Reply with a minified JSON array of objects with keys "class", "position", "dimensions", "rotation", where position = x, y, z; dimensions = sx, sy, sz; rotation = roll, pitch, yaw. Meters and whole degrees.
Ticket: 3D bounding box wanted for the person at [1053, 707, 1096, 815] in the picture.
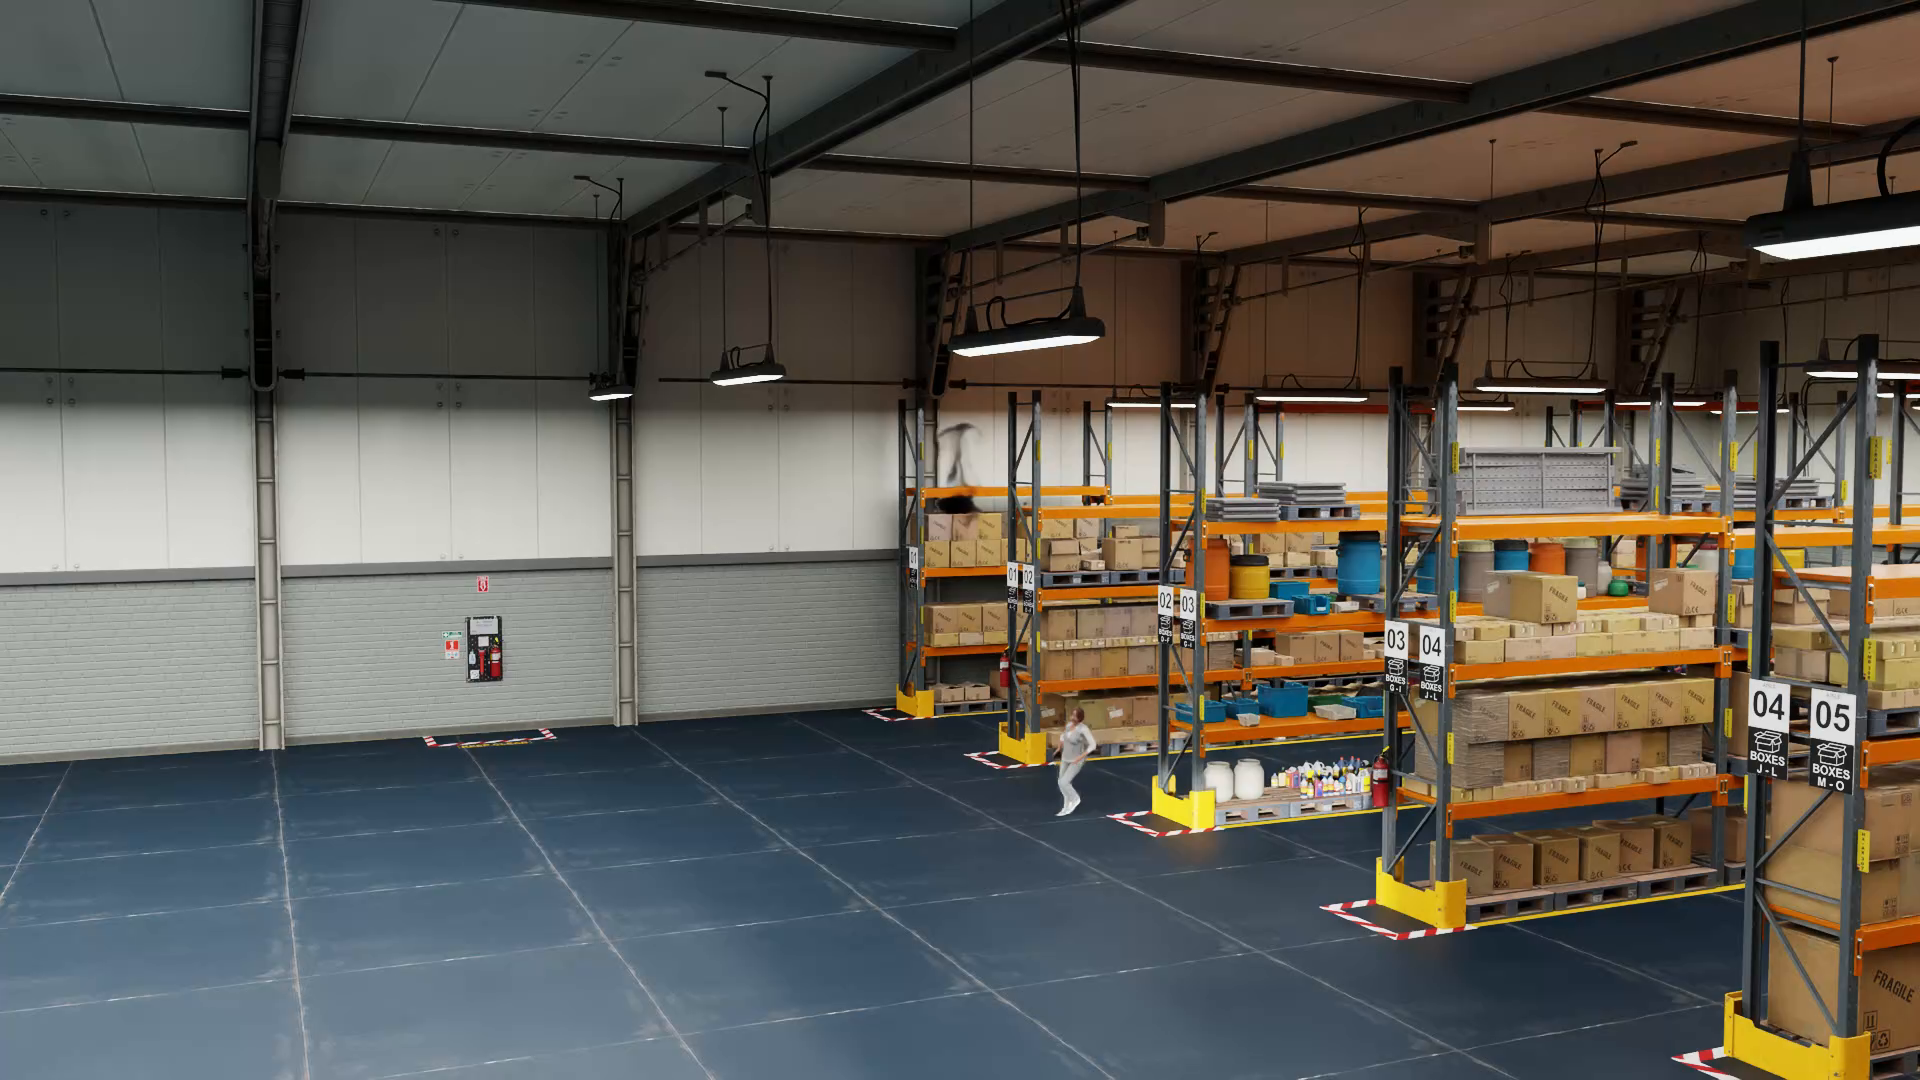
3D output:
[{"class":"person","position":[1.552,3.047,22.882],"dimensions":[0.454,1.476,0.627],"rotation":[-3,5,-42]}]
